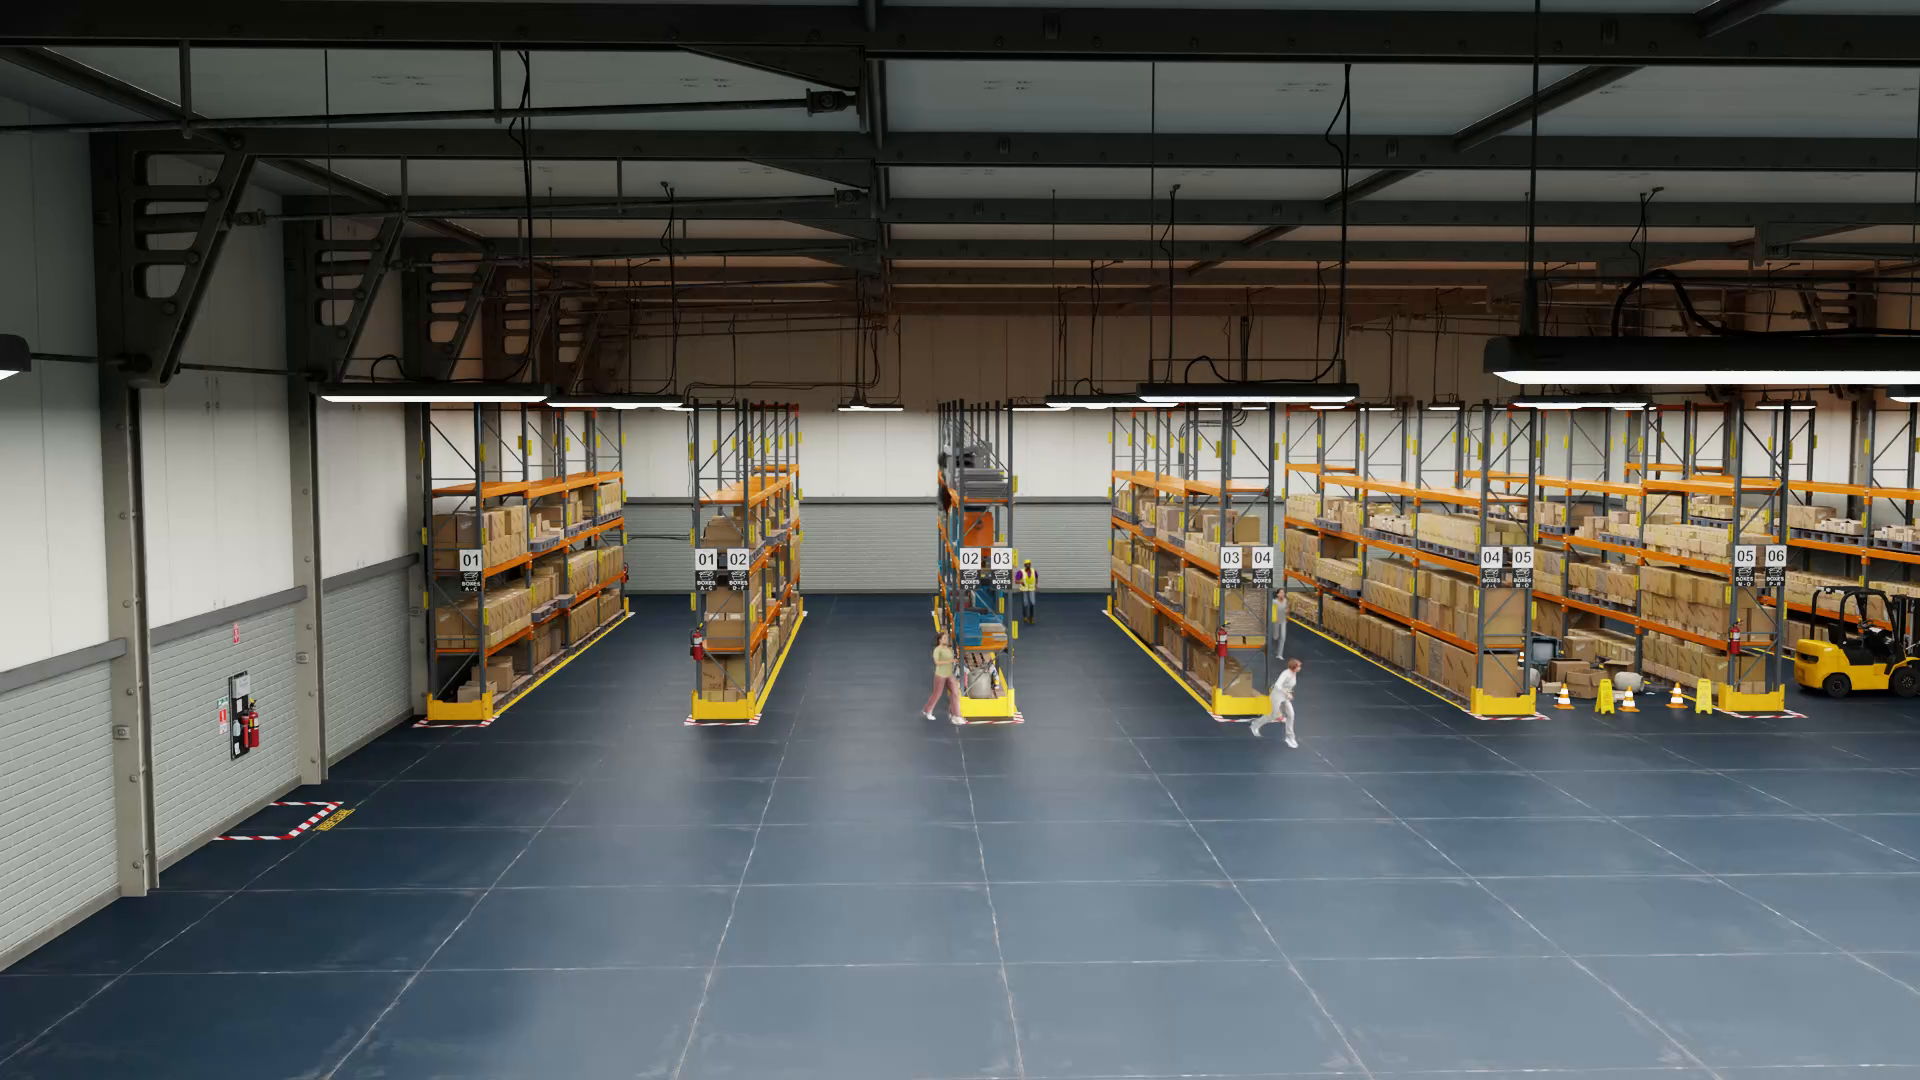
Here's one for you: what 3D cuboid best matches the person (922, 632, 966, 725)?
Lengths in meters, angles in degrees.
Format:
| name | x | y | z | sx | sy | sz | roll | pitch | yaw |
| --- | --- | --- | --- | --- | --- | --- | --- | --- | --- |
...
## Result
| name | x | y | z | sx | sy | sz | roll | pitch | yaw |
| --- | --- | --- | --- | --- | --- | --- | --- | --- | --- |
| person | -0.317 | 2.538 | 30.703 | 0.882 | 1.698 | 0.555 | 3 | 6 | 38 |

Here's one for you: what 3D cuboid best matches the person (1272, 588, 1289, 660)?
| name | x | y | z | sx | sy | sz | roll | pitch | yaw |
| --- | --- | --- | --- | --- | --- | --- | --- | --- | --- |
| person | 7.480 | 1.944 | 39.077 | 0.589 | 1.657 | 0.871 | -1 | 4 | -15 |

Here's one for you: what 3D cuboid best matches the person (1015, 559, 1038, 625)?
| name | x | y | z | sx | sy | sz | roll | pitch | yaw |
| --- | --- | --- | --- | --- | --- | --- | --- | --- | --- |
| person | 1.834 | 1.420 | 45.297 | 0.680 | 1.806 | 0.737 | -1 | 4 | -8 |

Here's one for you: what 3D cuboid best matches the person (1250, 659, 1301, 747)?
| name | x | y | z | sx | sy | sz | roll | pitch | yaw |
| --- | --- | --- | --- | --- | --- | --- | --- | --- | --- |
| person | 5.472 | 2.792 | 28.835 | 0.918 | 1.546 | 0.573 | 3 | 5 | 32 |
